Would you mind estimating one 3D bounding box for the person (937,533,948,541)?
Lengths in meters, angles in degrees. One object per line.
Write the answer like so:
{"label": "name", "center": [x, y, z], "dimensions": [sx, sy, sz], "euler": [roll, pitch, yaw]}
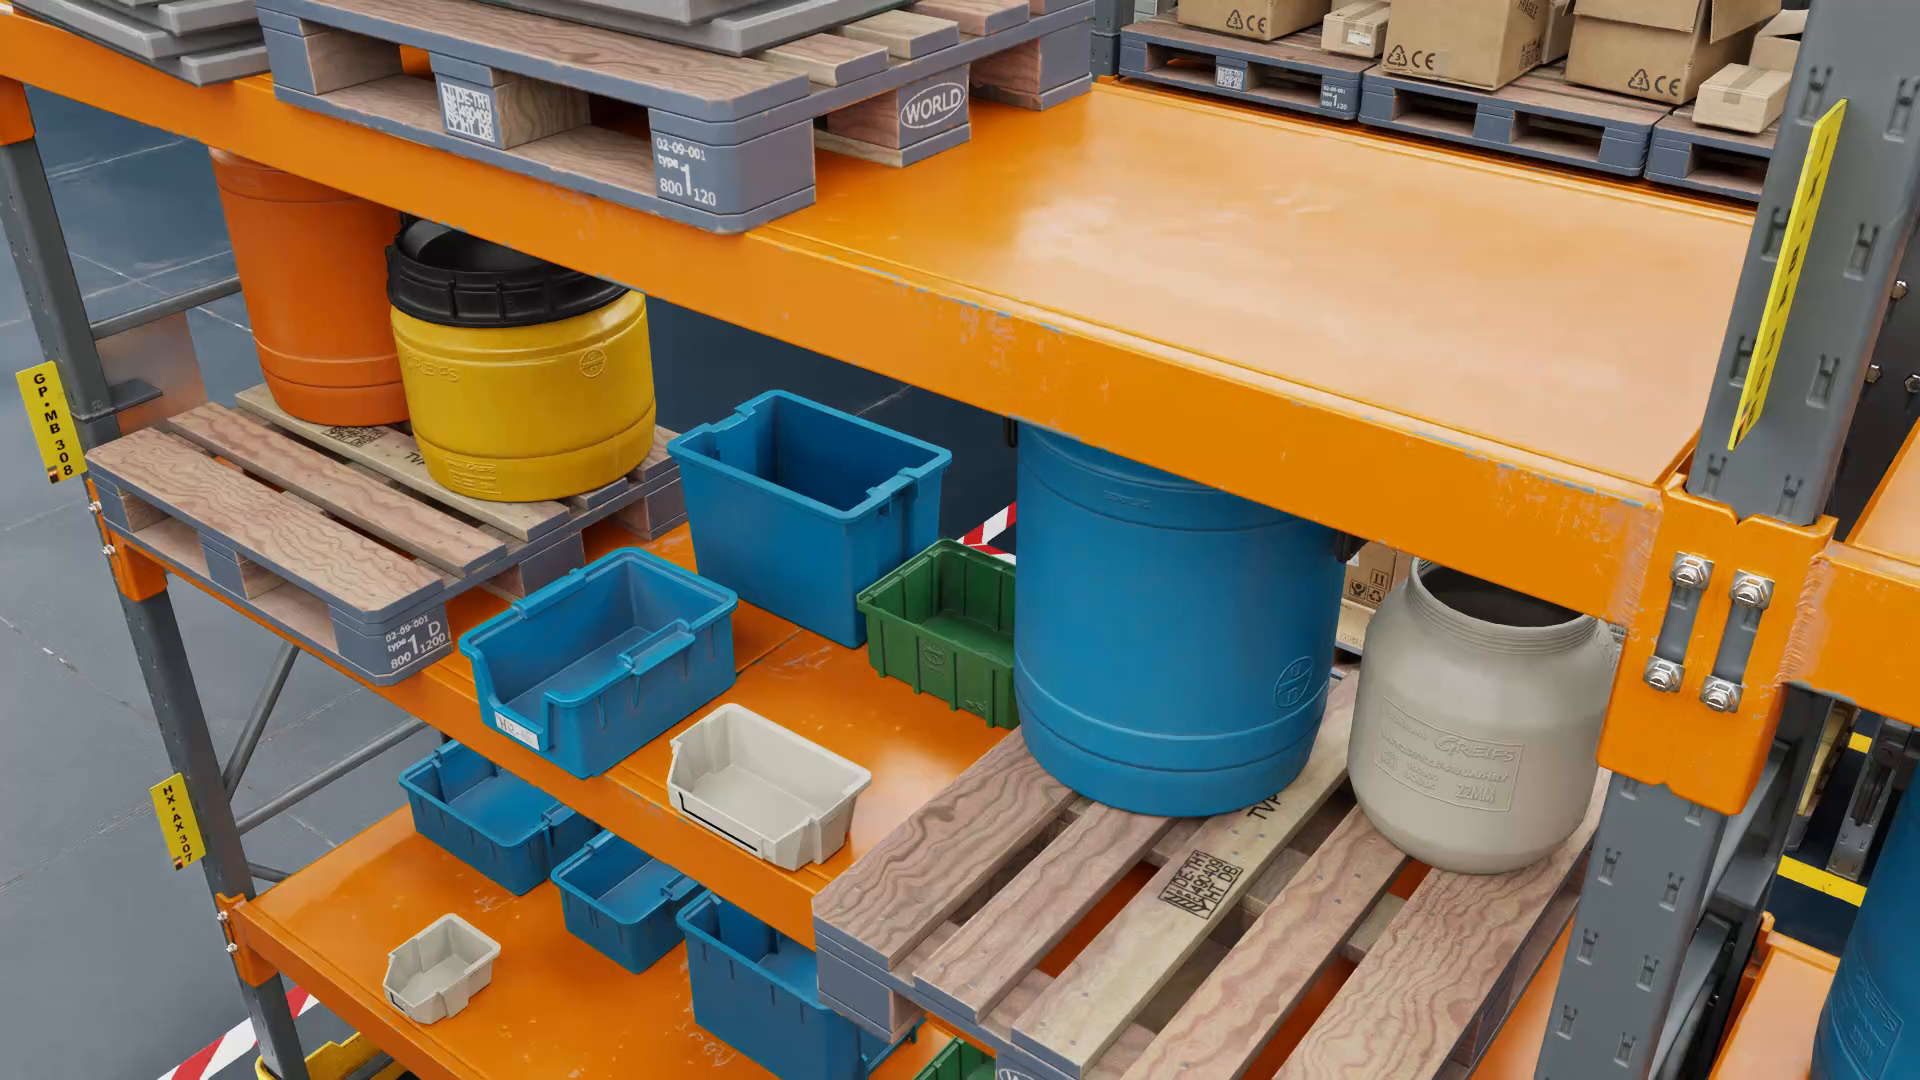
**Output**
{"label": "person", "center": [-0.069, 0.709, 6.908], "dimensions": [0.450, 1.656, 0.498], "euler": [21, 37, 31]}
